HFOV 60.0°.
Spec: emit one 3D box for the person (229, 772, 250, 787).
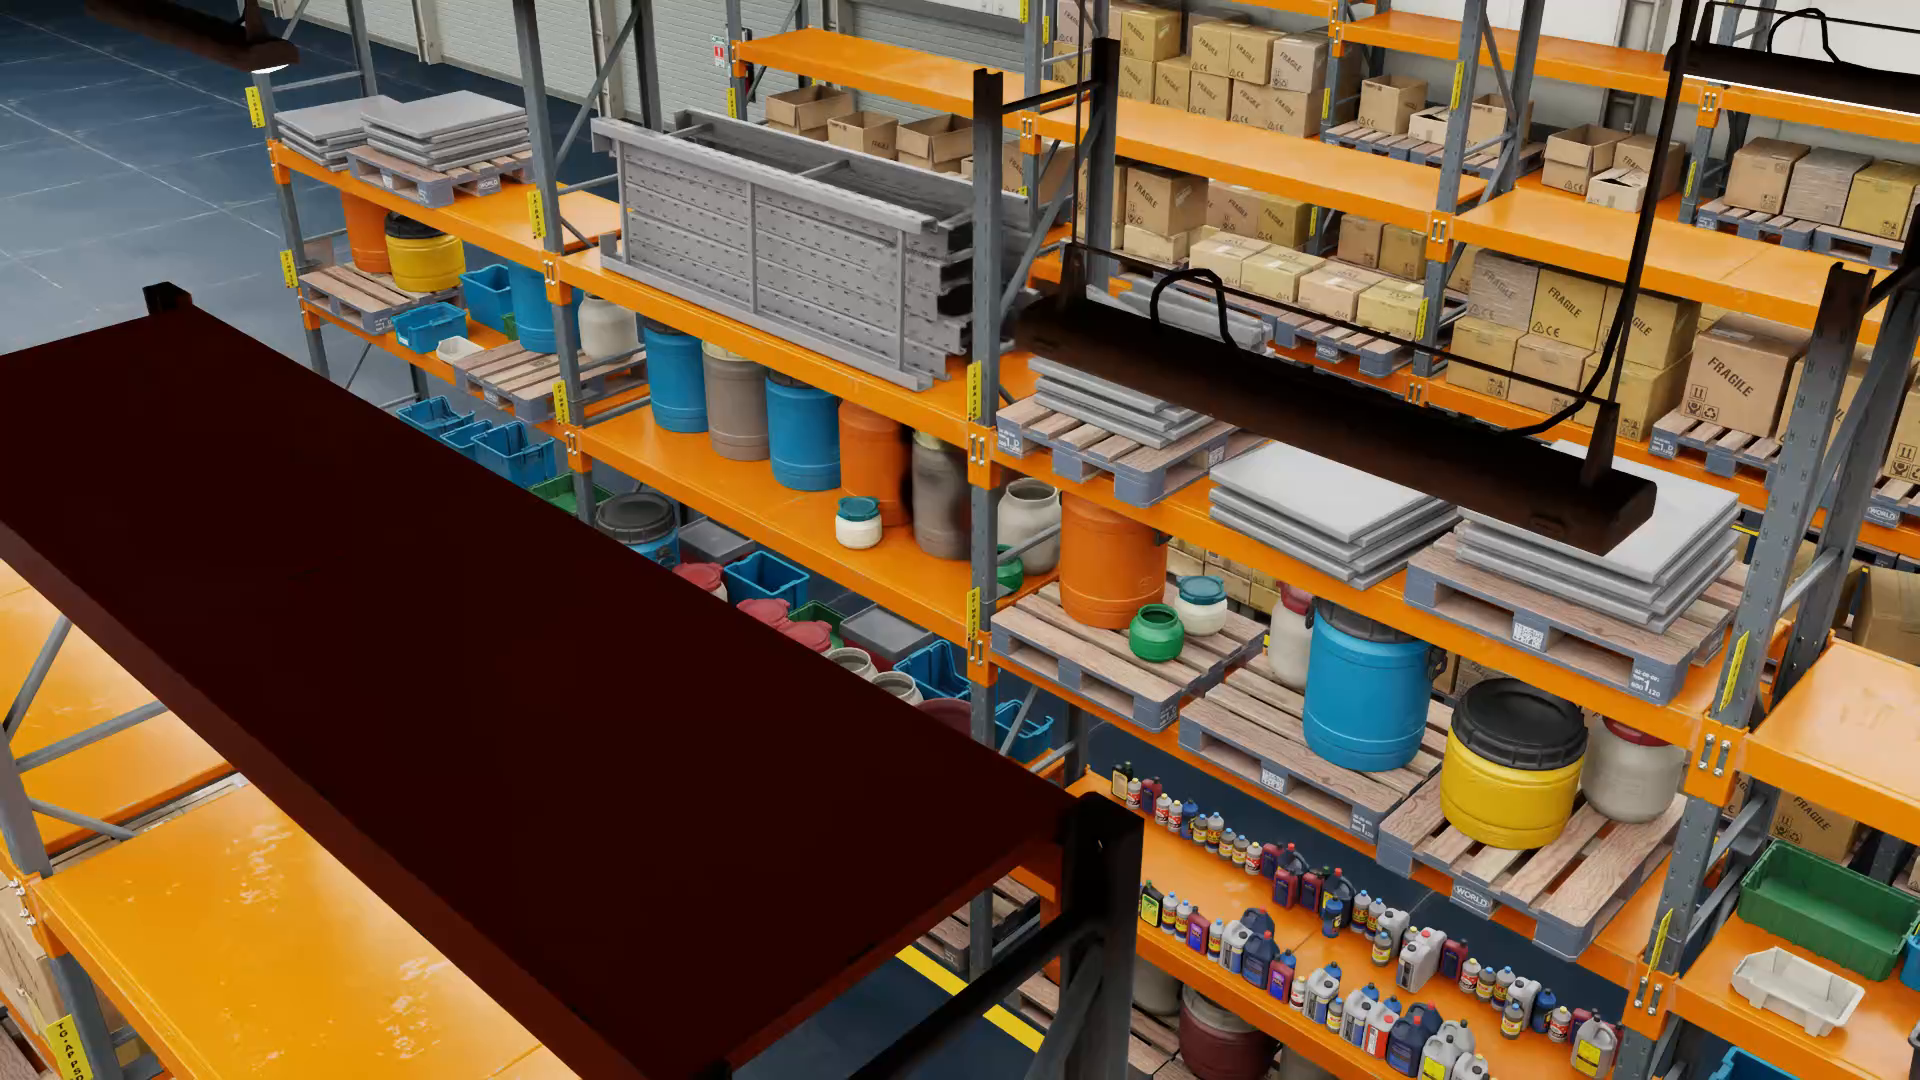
[{"bbox_3d":[-4.677,1.780,10.884,0.714,1.661,1.040,-17,33,-27],"label":"person"}]
